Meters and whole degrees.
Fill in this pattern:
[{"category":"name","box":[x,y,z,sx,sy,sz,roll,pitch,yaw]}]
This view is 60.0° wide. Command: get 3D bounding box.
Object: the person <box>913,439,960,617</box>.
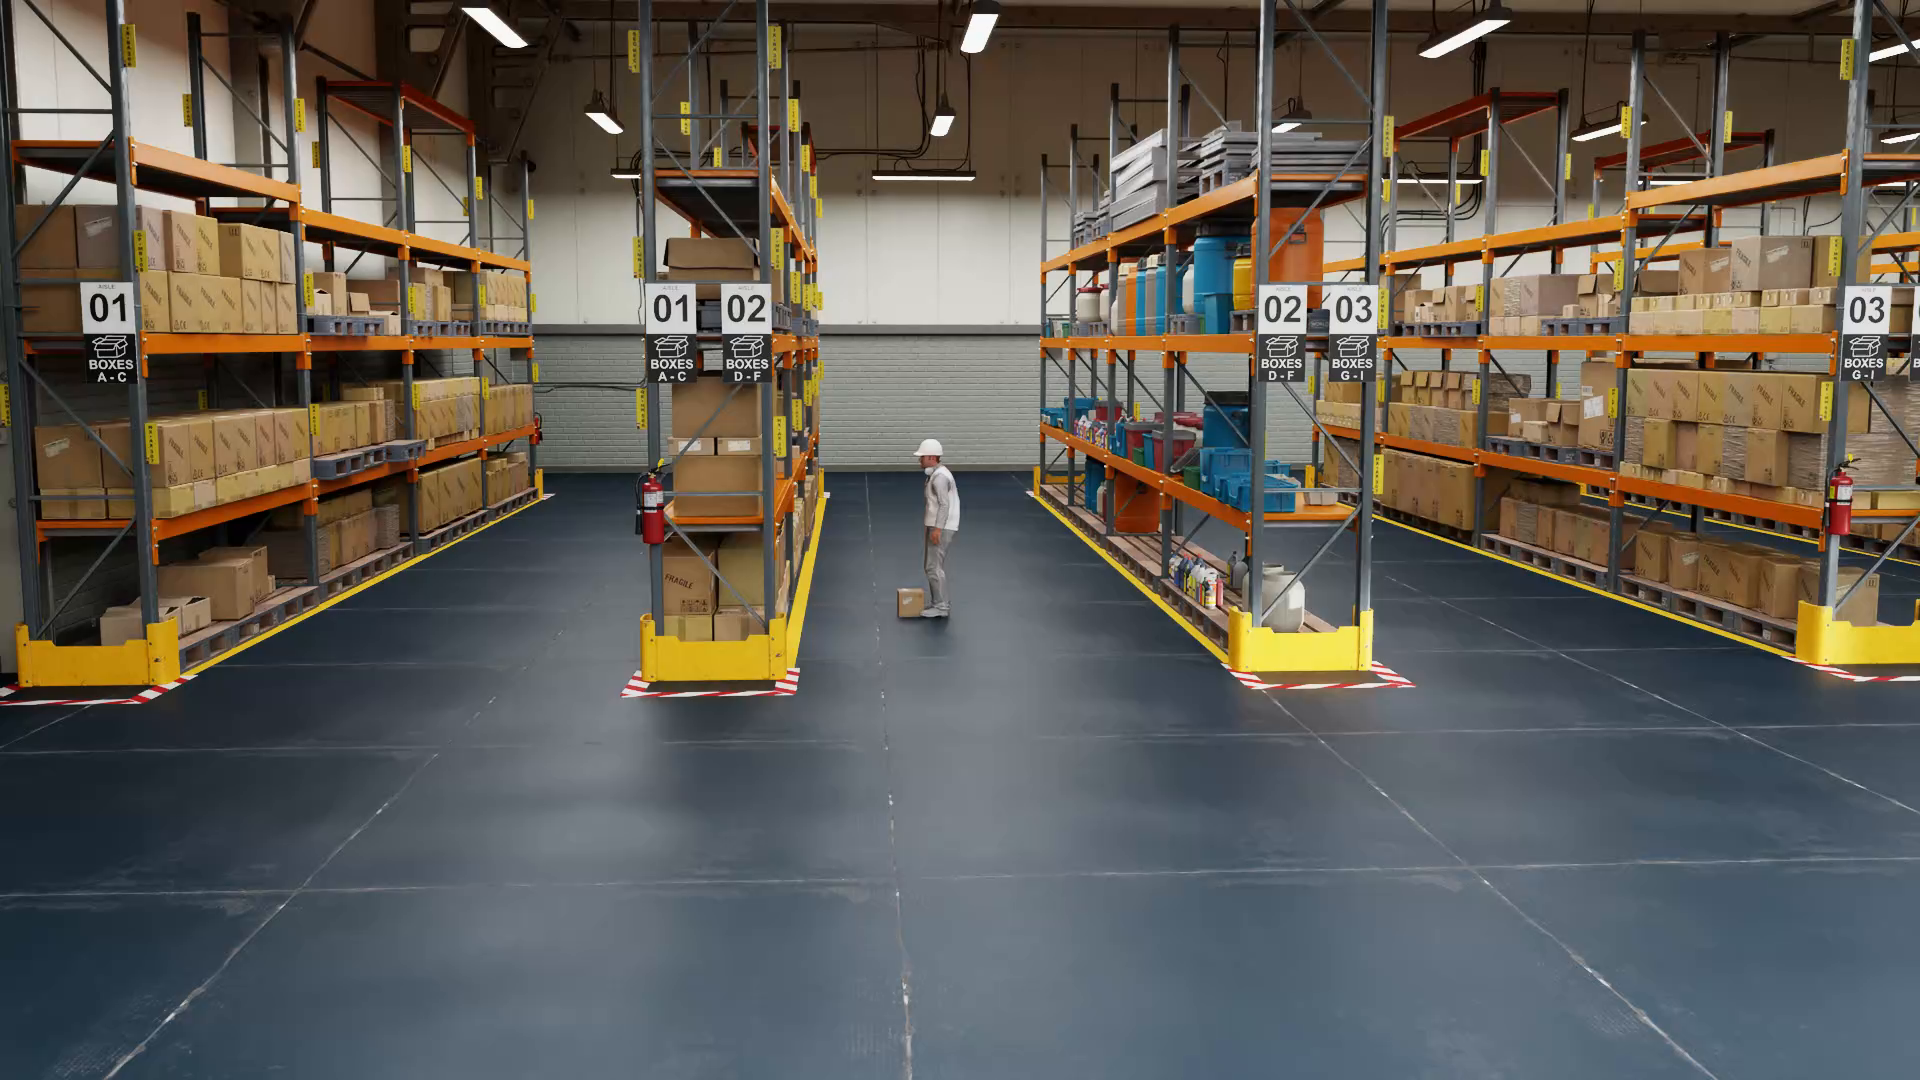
[{"category":"person","box":[-0.238,-0.124,16.683,0.462,1.769,0.593,-1,7,-7]}]
